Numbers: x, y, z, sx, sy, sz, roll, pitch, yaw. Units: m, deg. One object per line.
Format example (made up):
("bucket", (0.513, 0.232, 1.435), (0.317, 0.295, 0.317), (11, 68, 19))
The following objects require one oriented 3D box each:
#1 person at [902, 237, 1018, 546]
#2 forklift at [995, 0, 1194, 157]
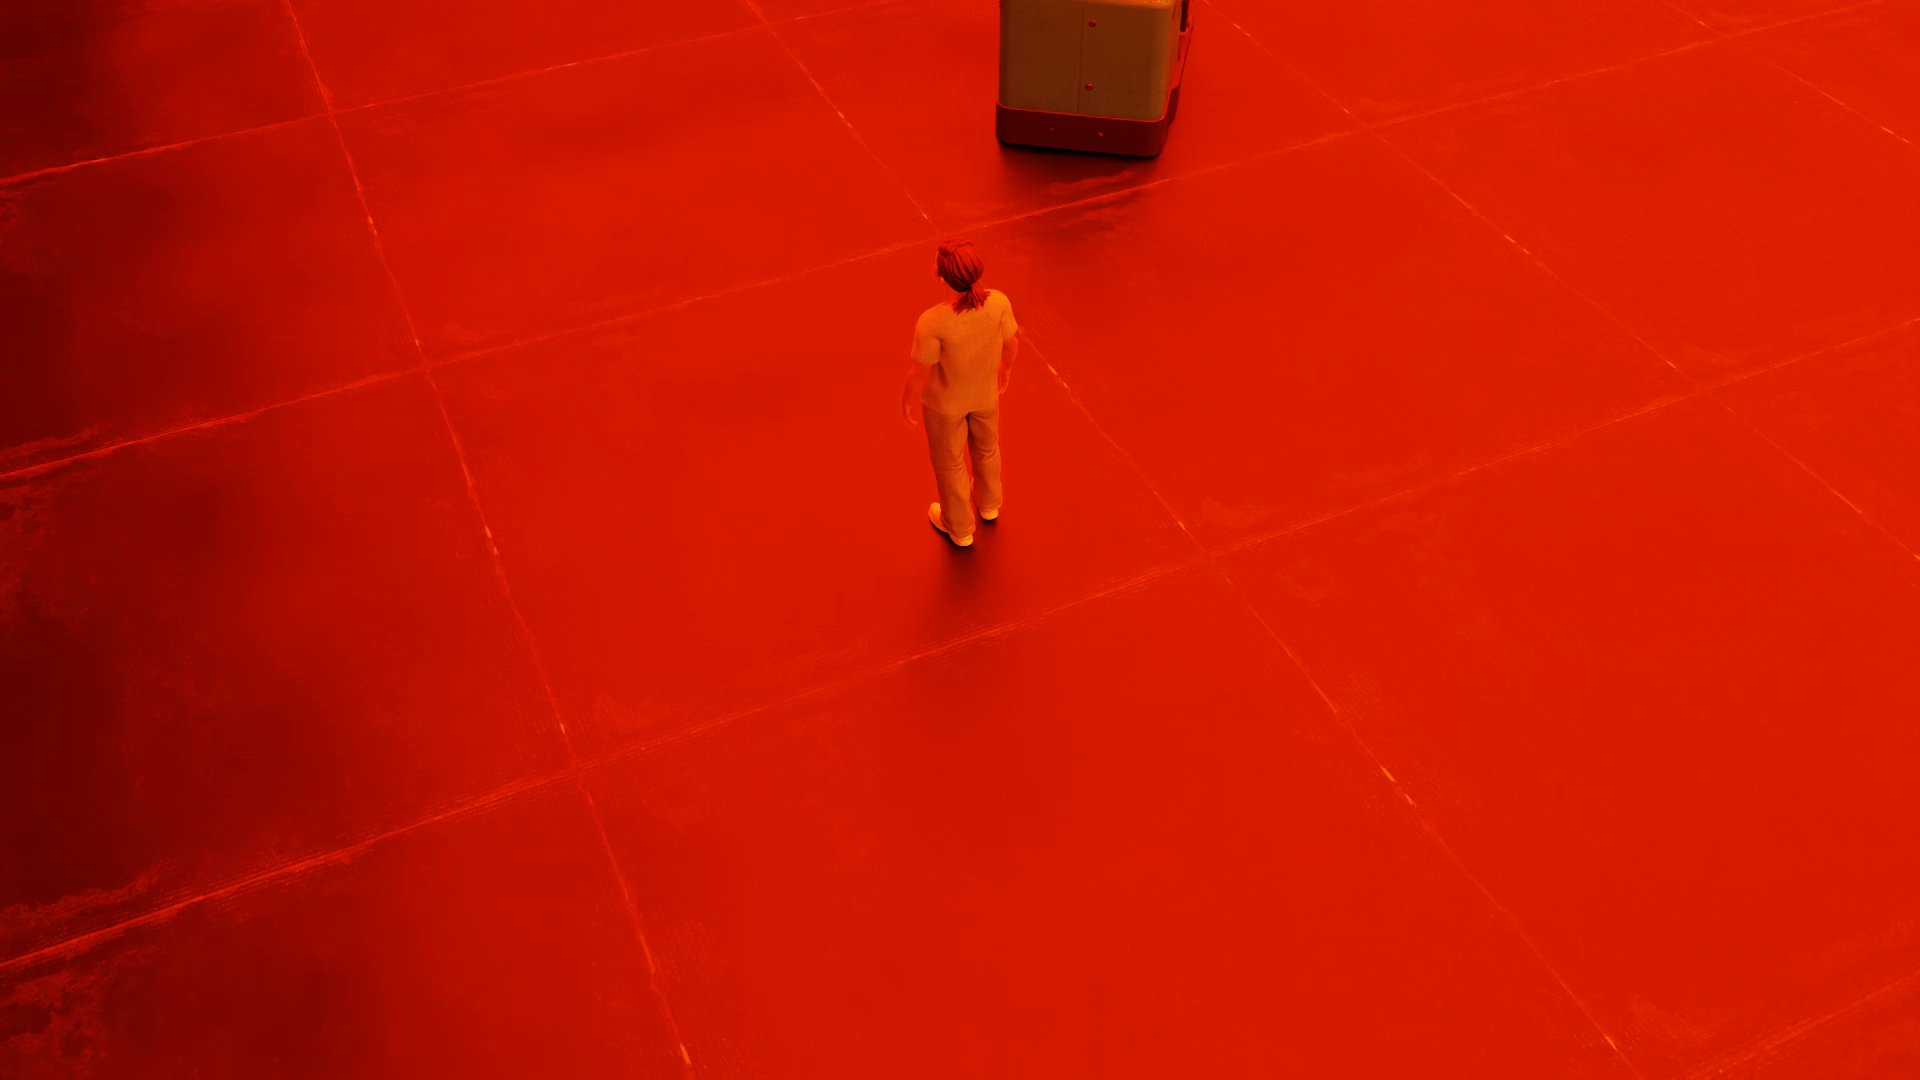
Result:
("person", (-0.018, -0.668, 7.304), (0.549, 1.675, 0.549), (-18, 46, -18))
("forklift", (1.012, -4.451, 10.450), (1.130, 2.935, 3.031), (8, 44, 8))
